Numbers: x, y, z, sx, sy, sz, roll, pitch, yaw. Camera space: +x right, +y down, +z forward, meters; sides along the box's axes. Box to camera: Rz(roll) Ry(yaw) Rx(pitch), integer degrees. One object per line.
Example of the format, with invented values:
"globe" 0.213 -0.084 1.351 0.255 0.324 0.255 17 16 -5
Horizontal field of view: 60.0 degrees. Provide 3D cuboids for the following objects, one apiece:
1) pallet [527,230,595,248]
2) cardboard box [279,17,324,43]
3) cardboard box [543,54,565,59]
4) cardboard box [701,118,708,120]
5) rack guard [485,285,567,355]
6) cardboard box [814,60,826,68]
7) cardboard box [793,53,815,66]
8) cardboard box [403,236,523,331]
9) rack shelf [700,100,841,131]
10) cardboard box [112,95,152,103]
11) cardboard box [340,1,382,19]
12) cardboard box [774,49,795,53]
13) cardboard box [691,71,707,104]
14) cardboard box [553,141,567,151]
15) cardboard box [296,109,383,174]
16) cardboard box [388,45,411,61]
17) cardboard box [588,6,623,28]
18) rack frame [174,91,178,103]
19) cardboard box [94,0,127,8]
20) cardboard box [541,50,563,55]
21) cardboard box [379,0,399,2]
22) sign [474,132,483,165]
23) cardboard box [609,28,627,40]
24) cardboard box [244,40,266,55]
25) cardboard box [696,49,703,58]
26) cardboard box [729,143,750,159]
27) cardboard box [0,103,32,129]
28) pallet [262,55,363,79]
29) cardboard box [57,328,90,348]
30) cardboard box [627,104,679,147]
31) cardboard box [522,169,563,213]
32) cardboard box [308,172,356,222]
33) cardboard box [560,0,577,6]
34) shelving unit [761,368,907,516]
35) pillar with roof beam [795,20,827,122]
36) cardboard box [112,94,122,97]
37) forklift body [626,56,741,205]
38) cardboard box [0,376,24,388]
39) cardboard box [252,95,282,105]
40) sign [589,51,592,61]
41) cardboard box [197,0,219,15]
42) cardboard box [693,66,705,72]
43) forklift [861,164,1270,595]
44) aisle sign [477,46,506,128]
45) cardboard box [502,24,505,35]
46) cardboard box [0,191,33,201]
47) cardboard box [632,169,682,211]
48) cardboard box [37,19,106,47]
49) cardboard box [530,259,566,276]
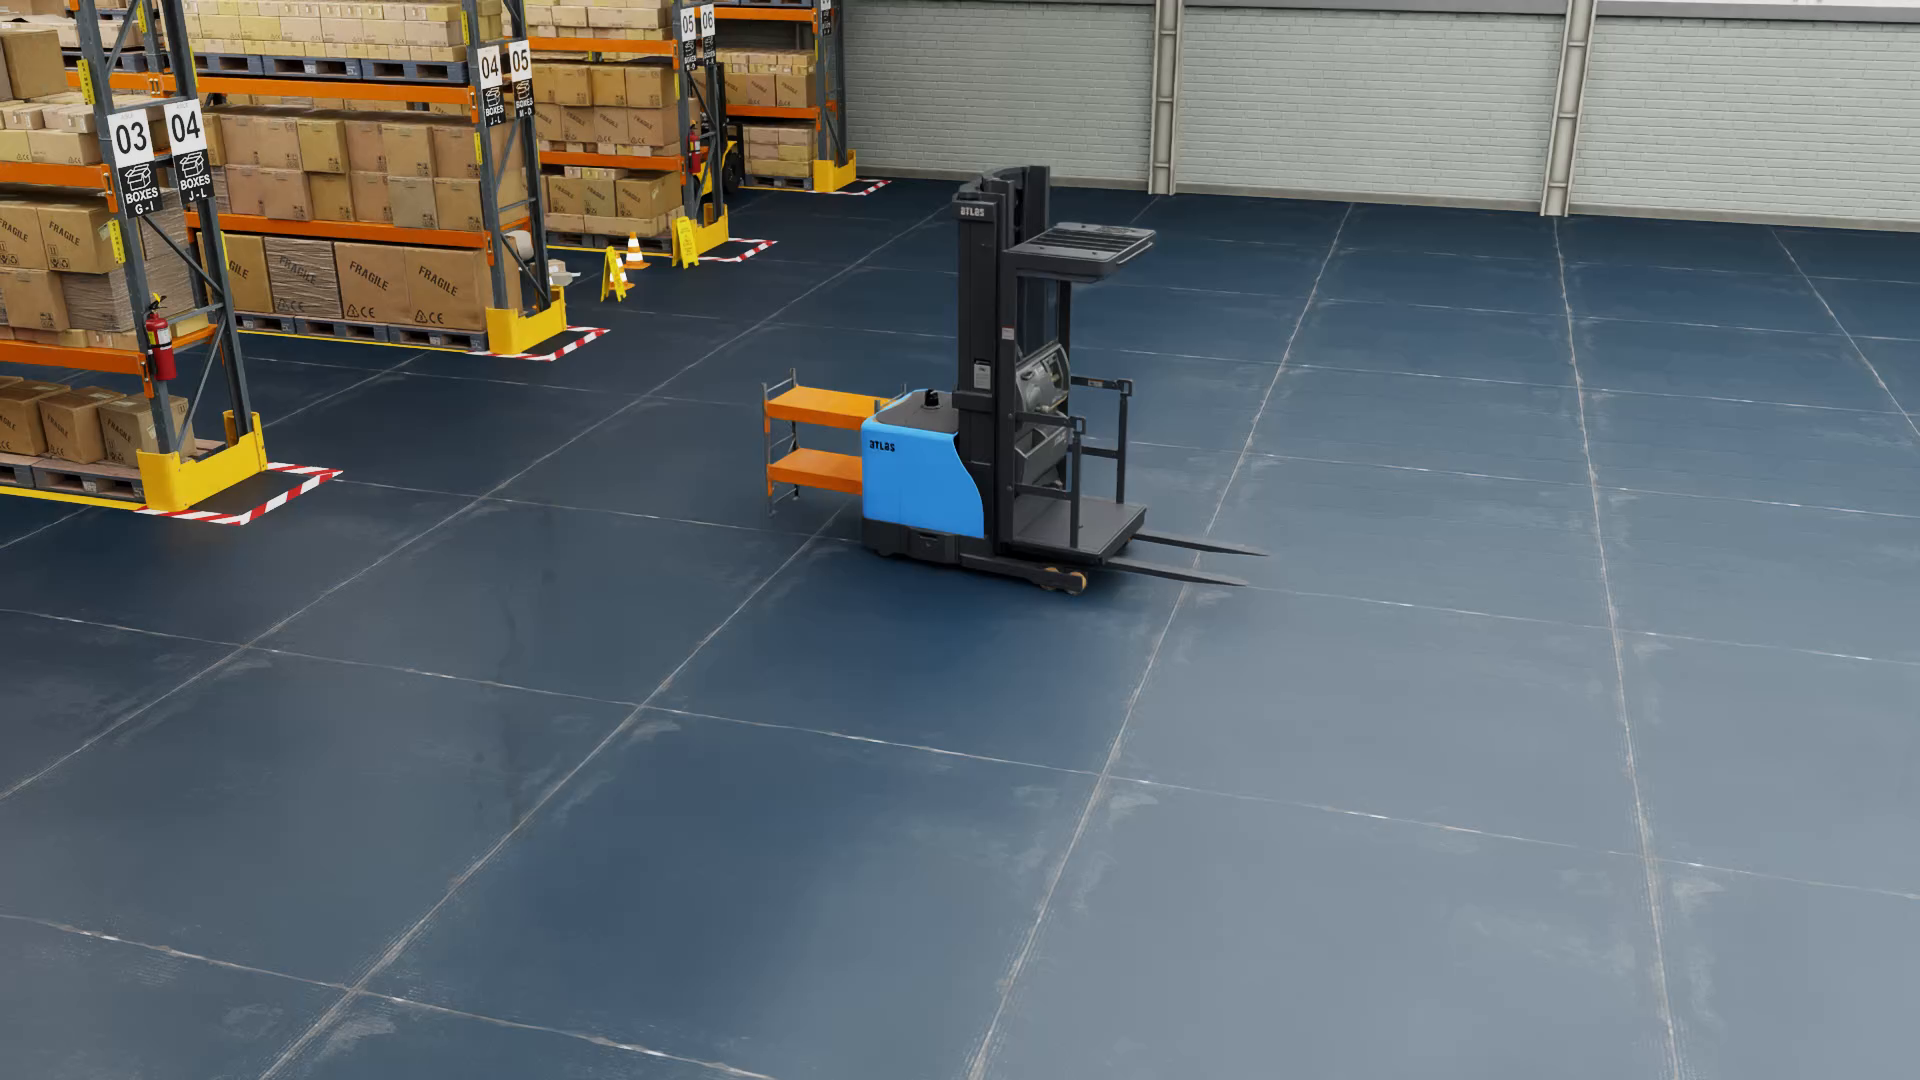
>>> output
"pallet" -5.517 -4.389 23.598 1.213 0.211 1.003 7 23 16
"cardboard box" -6.836 -5.440 17.653 0.500 0.250 0.500 7 23 16
"cardboard box" -6.774 -8.048 27.856 0.250 0.149 0.380 7 23 15
"cardboard box" -4.415 -6.968 27.962 0.500 0.250 0.500 7 23 16
"rack guard" -4.822 -2.466 18.529 0.348 0.500 1.175 7 23 16
"cardboard box" -2.332 -7.717 27.048 0.250 0.149 0.380 6 23 14
"cardboard box" -2.486 -7.685 26.580 0.250 0.149 0.380 7 23 16
"cardboard box" -5.514 -2.887 18.507 0.875 0.875 0.875 7 23 16
"rack shelf" -3.997 -7.125 27.541 4.000 0.370 1.077 7 23 16
"cardboard box" -6.792 -3.515 13.511 0.250 0.149 0.380 7 23 17
"cardboard box" -6.237 -5.532 17.351 0.250 0.149 0.380 7 23 16
"cardboard box" -2.839 -7.902 27.108 0.250 0.149 0.380 7 23 17
"cardboard box" -4.098 -7.411 27.158 0.500 0.500 0.500 7 23 16
"cardboard box" -5.390 -5.457 22.856 0.250 0.149 0.380 7 23 16
"cardboard box" -6.784 -4.397 18.322 0.500 0.550 0.875 7 23 16
"cardboard box" -5.749 -5.107 17.365 0.250 0.149 0.380 7 23 16
"cardboard box" -4.557 -6.910 21.920 0.500 0.250 0.500 6 23 15
"rack frame" -11.171 -6.312 24.610 0.127 3.000 1.000 7 23 16
"cardboard box" -12.174 -7.980 24.038 0.500 0.500 0.700 5 23 13
"cardboard box" -6.917 -8.237 28.316 0.250 0.149 0.380 6 23 15
"cardboard box" -6.046 -5.770 17.933 0.250 0.149 0.380 6 23 15
"sign" -5.015 -4.075 17.319 0.005 0.325 0.100 7 23 16
"cardboard box" -4.427 -6.701 21.937 0.250 0.149 0.380 7 23 17
"cardboard box" -7.450 -5.302 17.841 0.250 0.149 0.380 6 23 15
"cardboard box" -4.192 -7.885 27.067 0.250 0.149 0.380 7 23 16
"cardboard box" -3.616 -6.440 27.333 0.500 0.250 0.500 6 23 14
"cardboard box" -7.487 -3.334 13.071 0.250 0.149 0.380 7 23 16
"pallet" -6.730 -5.183 18.022 1.213 0.211 1.003 7 23 16
"cardboard box" -7.201 -1.711 13.724 0.250 0.149 0.380 7 23 16
"cardboard box" -4.111 -5.578 22.298 0.500 0.500 0.500 6 23 15
"cardboard box" -5.843 -4.868 23.171 0.500 0.500 0.500 8 24 18
"cardboard box" -6.766 -3.921 18.585 0.500 0.550 0.875 7 23 16
"cardboard box" -5.110 -7.183 22.061 0.250 0.149 0.380 6 23 14
"shelving unit" -1.007 -0.726 13.462 1.048 1.125 0.538 10 24 23
"pillar with roof beam" -3.732 -8.854 22.902 0.400 9.000 9.100 7 23 16
"cardboard box" -12.200 -6.489 24.582 0.500 0.250 0.500 6 23 14
"forklift body" -4.424 -6.391 25.922 1.214 2.155 2.313 7 23 16
"cardboard box" -8.665 -1.153 14.773 0.500 0.500 0.500 4 23 11
"cardboard box" -9.796 -6.446 23.861 0.500 0.500 0.500 7 23 16
"sign" -6.059 -7.978 27.251 0.005 0.325 0.100 7 23 16
"cardboard box" -7.938 -5.726 17.825 0.250 0.149 0.380 6 23 15
"cardboard box" -4.208 -7.716 27.048 0.250 0.149 0.380 6 23 14
"forklift" 0.796 -1.184 12.200 3.031 2.935 1.130 10 24 23
"aisle sign" -4.864 -4.711 17.283 0.004 0.787 0.394 7 23 16
"cardboard box" -6.130 -6.910 22.448 0.250 0.149 0.380 6 23 14
"cardboard box" -7.931 -2.560 13.622 0.500 0.500 0.500 7 23 16
"cardboard box" -4.228 -4.895 23.238 0.500 0.500 0.500 6 23 14
"cardboard box" -9.920 -5.678 18.625 0.500 0.250 0.500 6 23 15
"cardboard box" -5.350 -3.526 21.574 0.380 0.149 0.250 -20 29 -39
